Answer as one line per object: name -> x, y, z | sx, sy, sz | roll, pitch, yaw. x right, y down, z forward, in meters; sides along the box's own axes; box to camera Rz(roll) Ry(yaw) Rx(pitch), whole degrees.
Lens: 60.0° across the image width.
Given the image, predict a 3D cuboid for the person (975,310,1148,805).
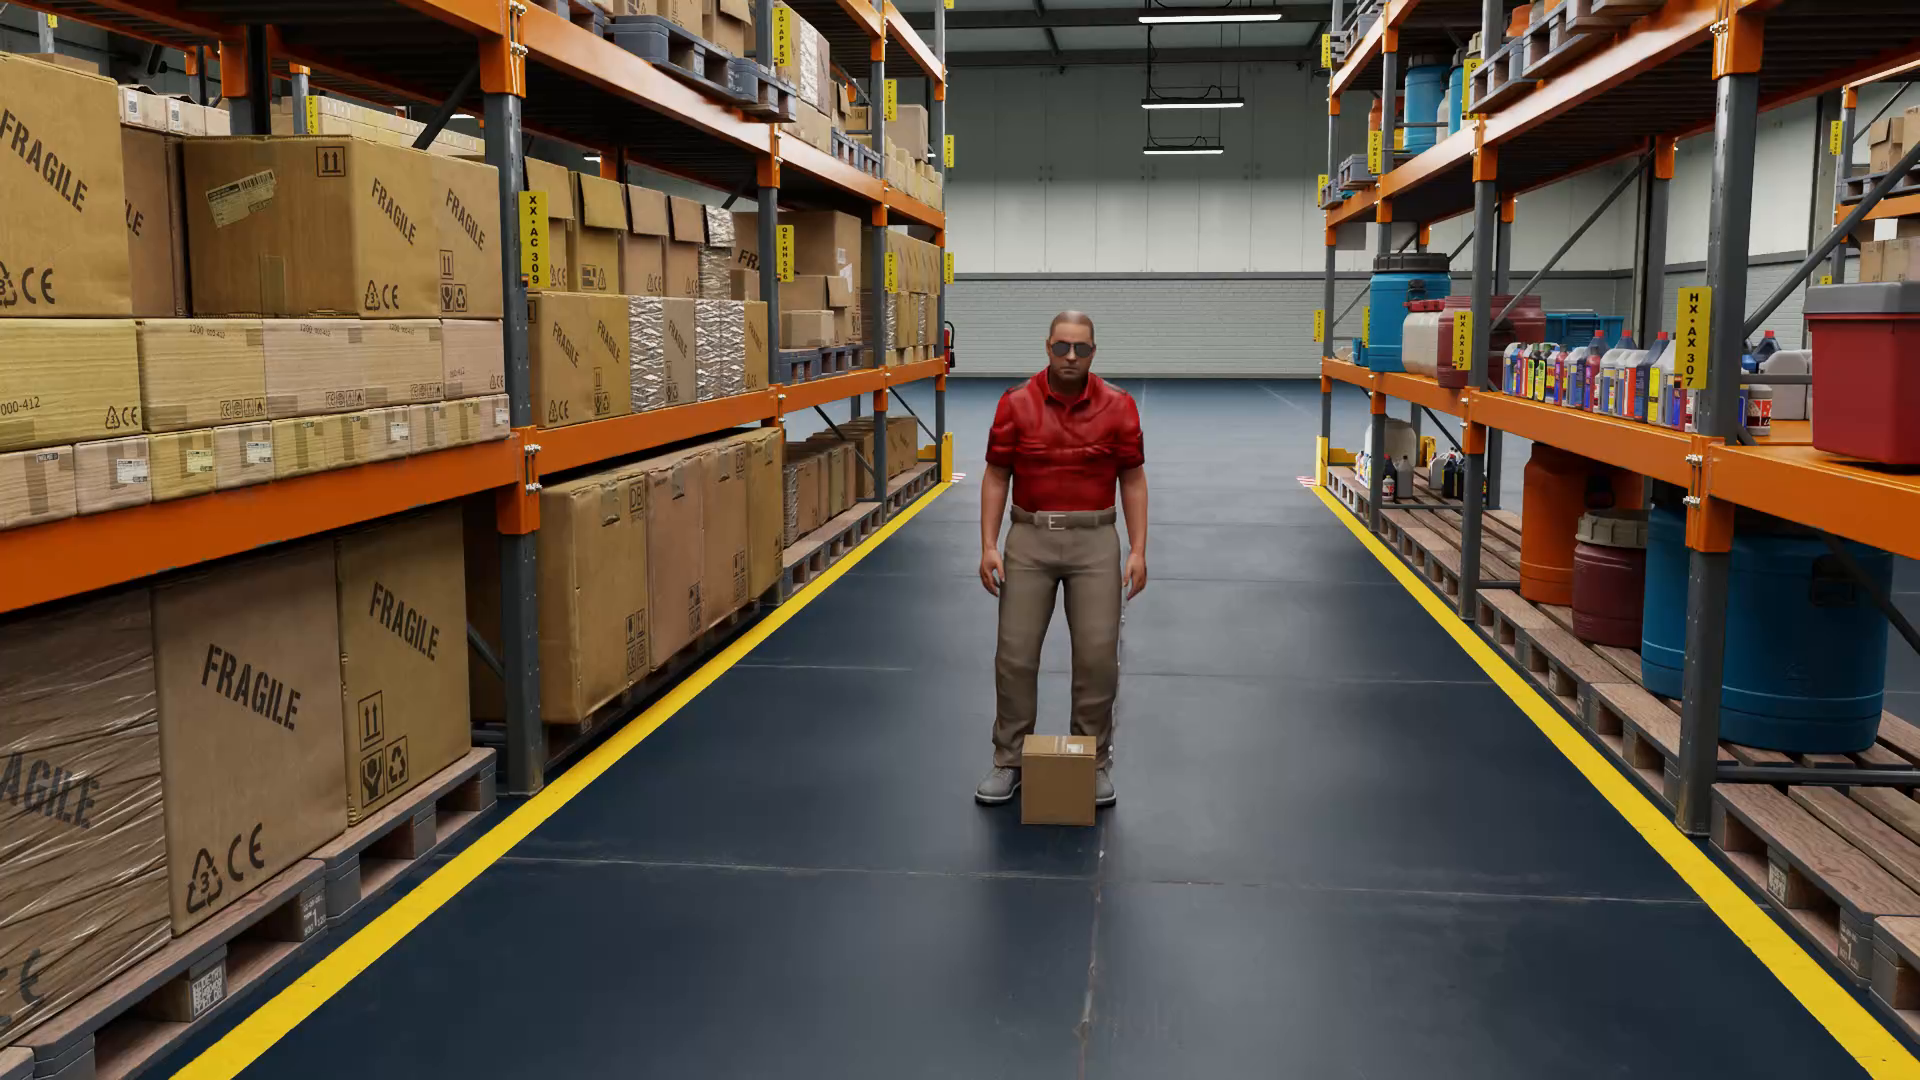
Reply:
person -> 0.362, 0.059, 5.895 | 0.604, 1.728, 0.385 | 0, 8, 4
